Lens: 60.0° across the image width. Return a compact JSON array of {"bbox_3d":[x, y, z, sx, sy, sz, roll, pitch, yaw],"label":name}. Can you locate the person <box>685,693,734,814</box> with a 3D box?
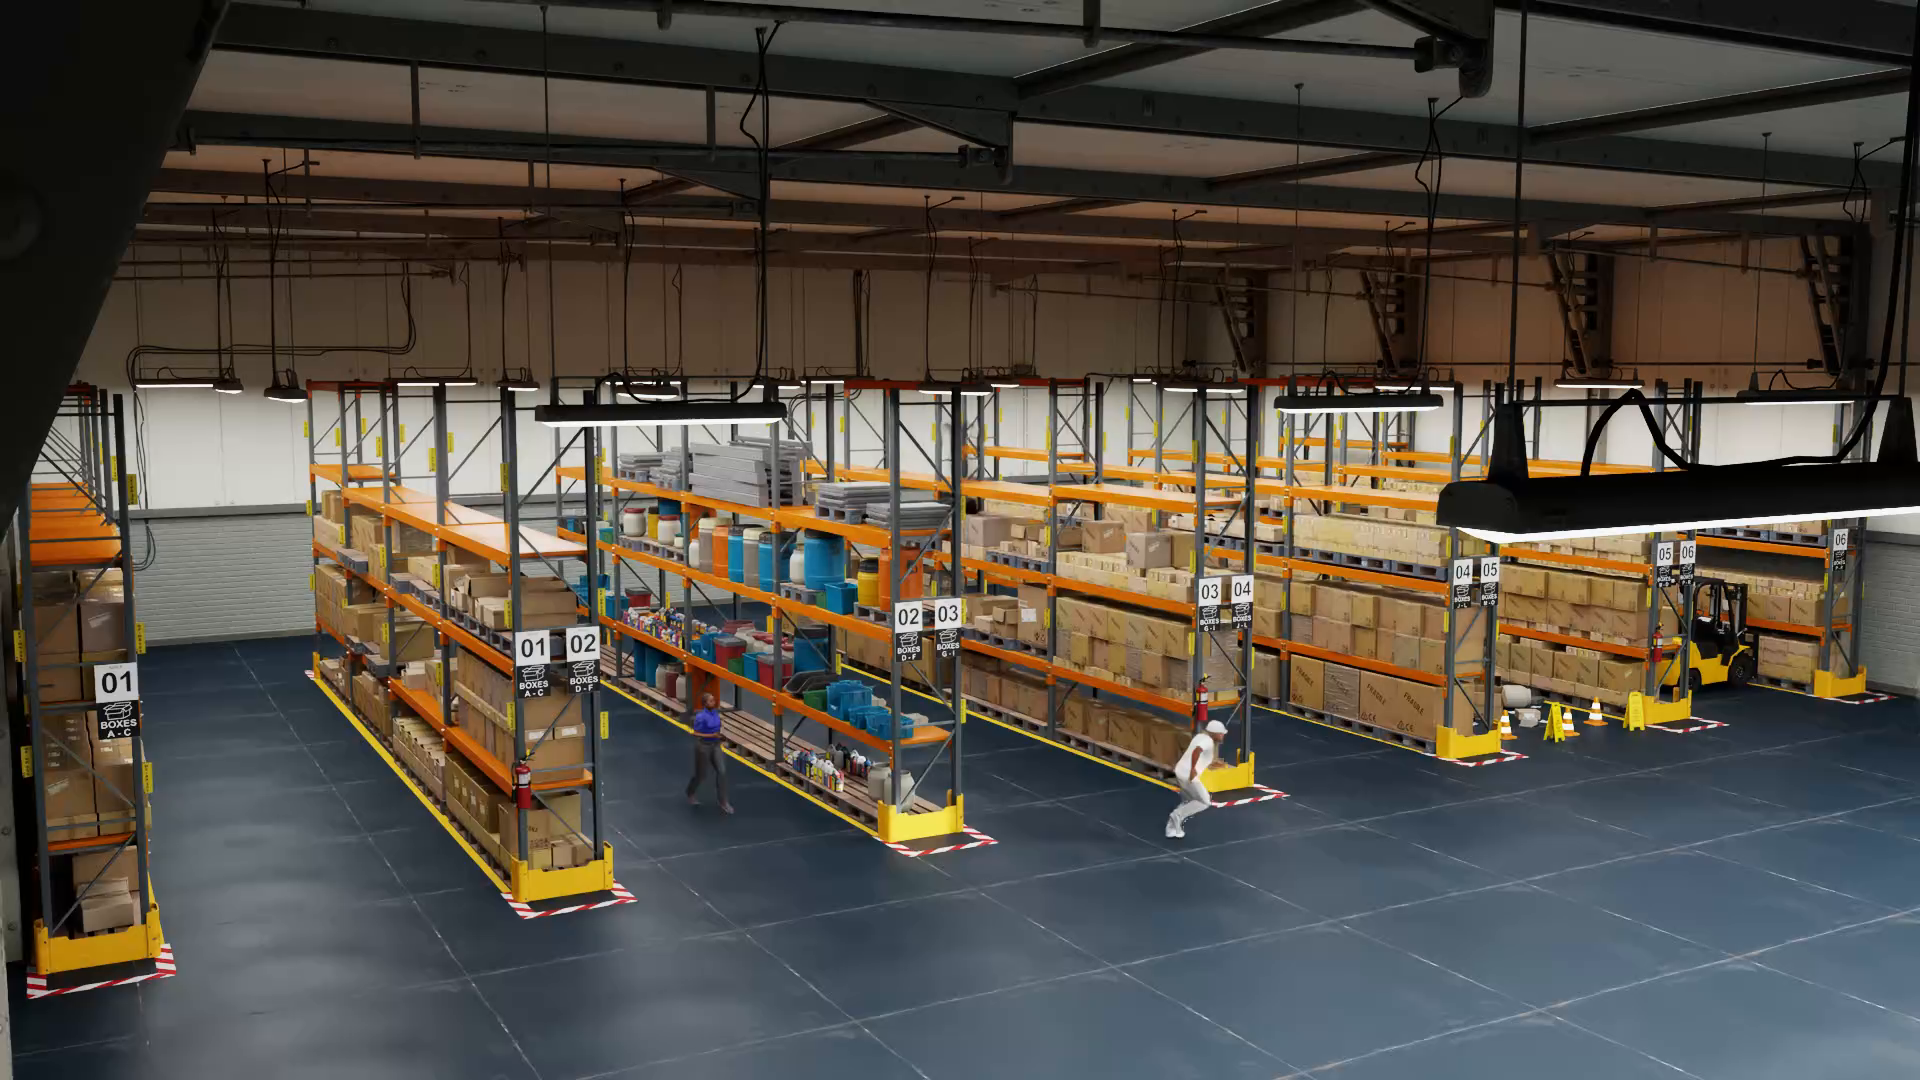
[{"bbox_3d":[-3.588,3.048,23.564,0.851,1.591,0.569,5,8,39],"label":"person"}]

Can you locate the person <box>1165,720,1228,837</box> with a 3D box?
[{"bbox_3d":[3.160,3.196,22.139,0.838,1.578,0.735,-1,6,-5],"label":"person"}]
